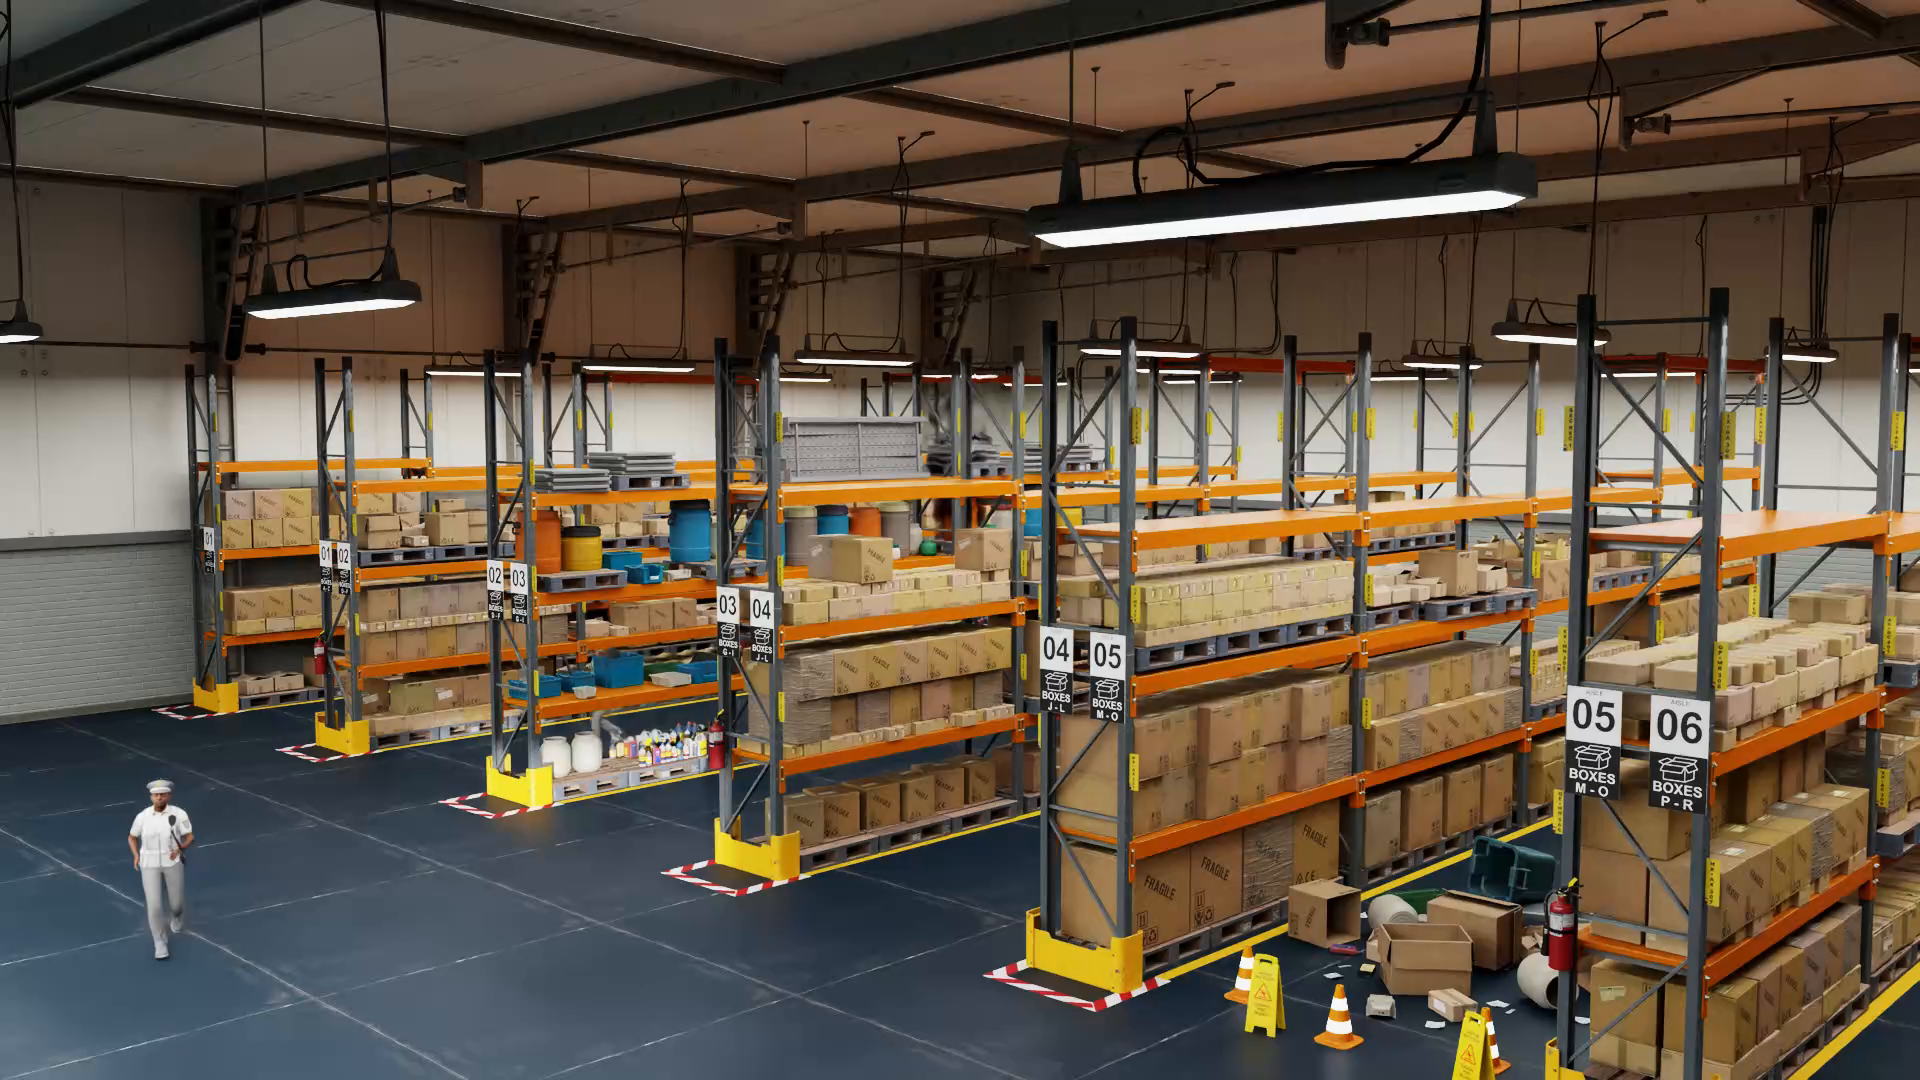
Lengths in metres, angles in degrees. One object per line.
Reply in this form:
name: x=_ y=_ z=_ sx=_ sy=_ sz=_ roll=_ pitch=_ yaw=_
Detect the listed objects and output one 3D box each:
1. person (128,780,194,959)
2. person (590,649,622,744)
person: x=-7.669 y=3.111 z=15.970 sx=0.584 sy=1.660 sz=0.739 roll=-2 pitch=5 yaw=-22
person: x=-5.417 y=2.434 z=25.106 sx=0.543 sy=1.578 sz=0.882 roll=3 pitch=5 yaw=36
